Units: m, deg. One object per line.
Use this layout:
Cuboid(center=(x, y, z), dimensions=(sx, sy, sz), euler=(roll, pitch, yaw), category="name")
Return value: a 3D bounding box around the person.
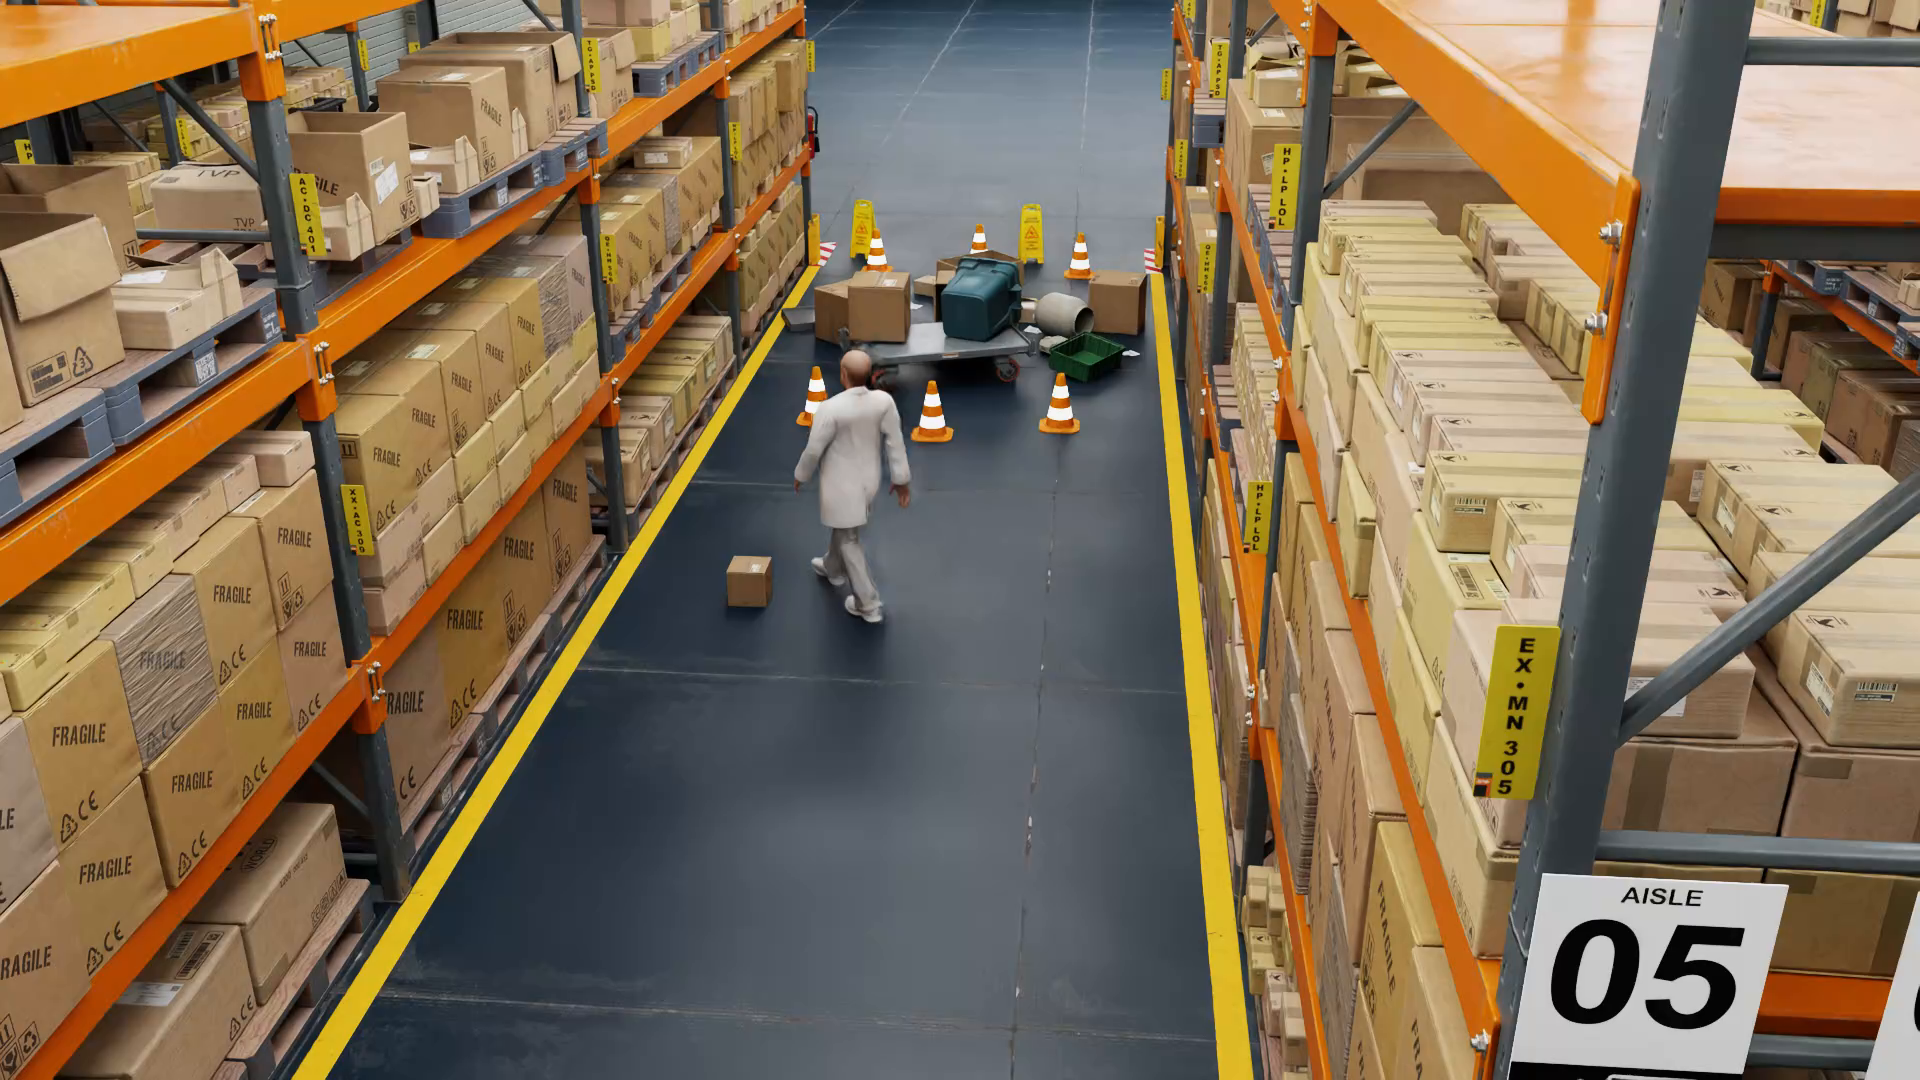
Cuboid(center=(-0.775, -0.408, 10.512), dimensions=(0.654, 1.739, 0.946), euler=(-19, 30, -36), category="person")
